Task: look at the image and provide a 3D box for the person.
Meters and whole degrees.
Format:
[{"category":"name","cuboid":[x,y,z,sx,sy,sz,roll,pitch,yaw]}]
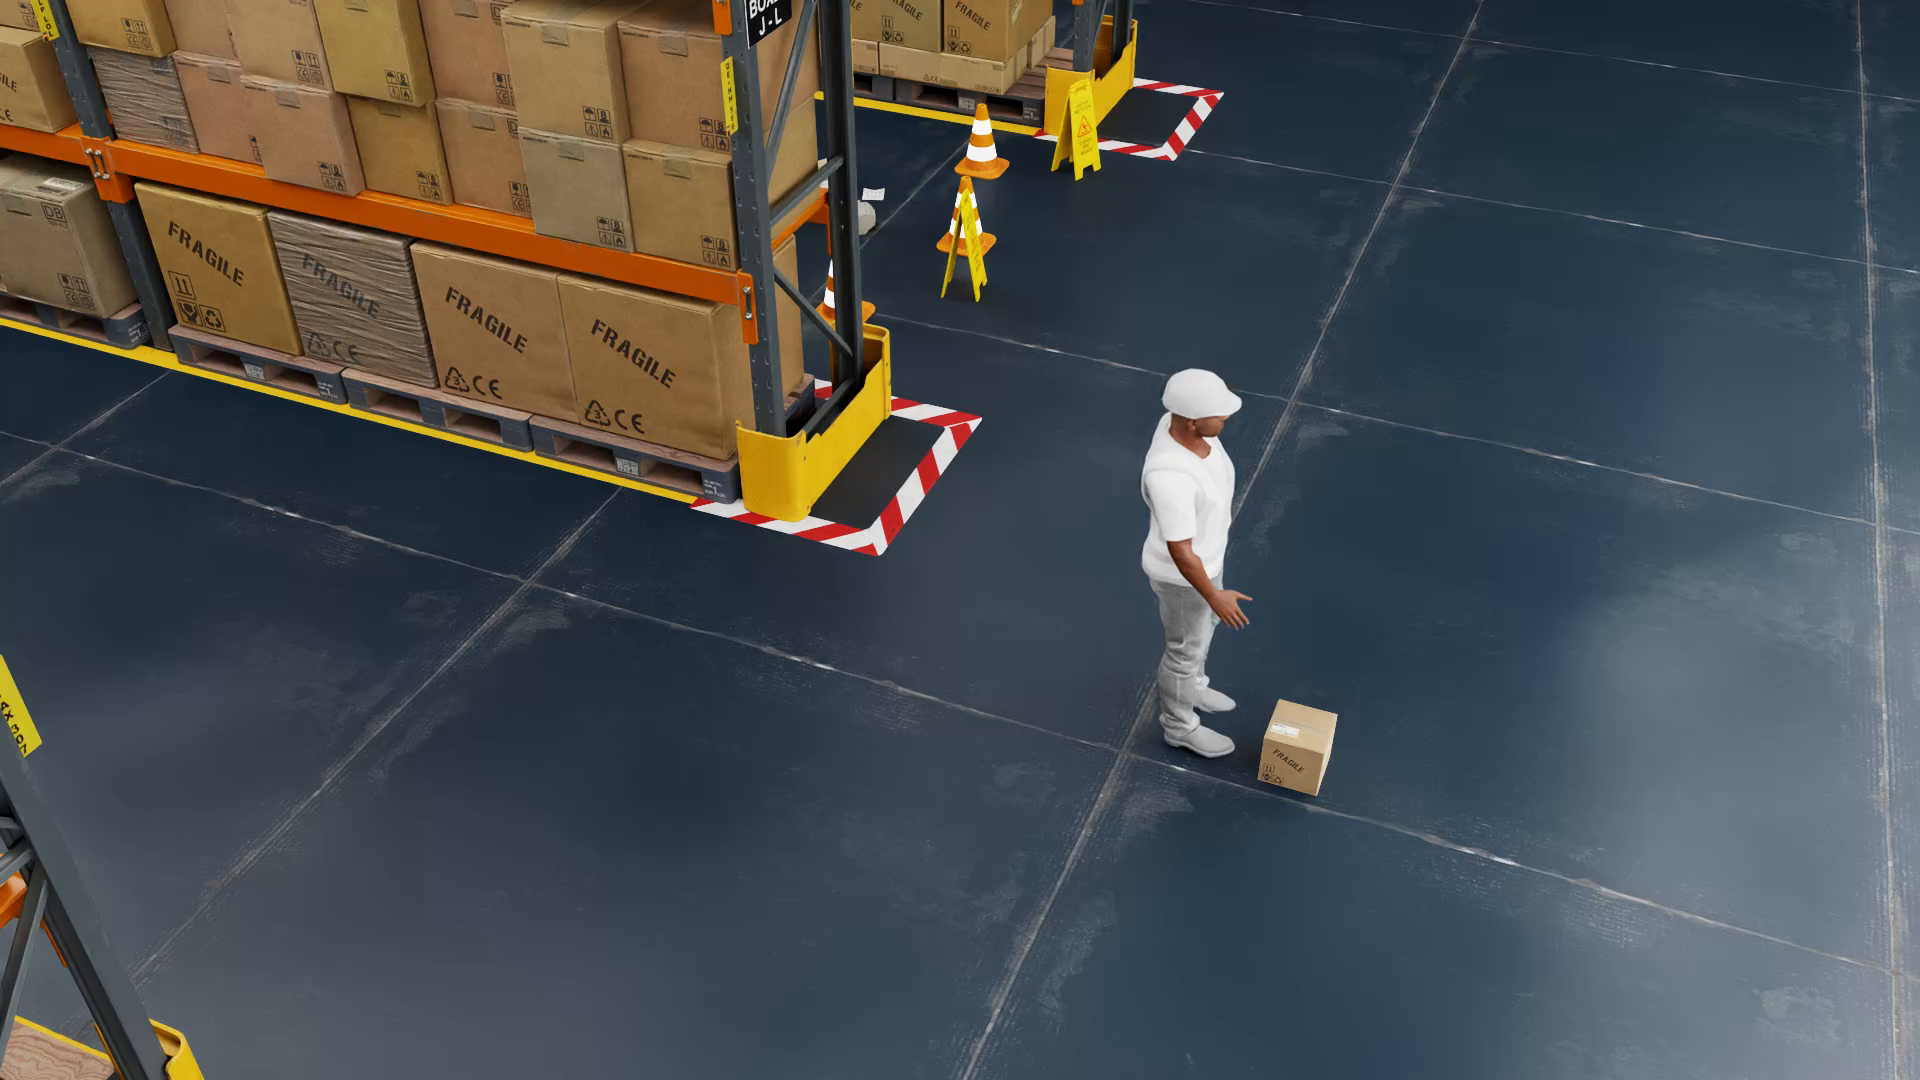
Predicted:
[{"category":"person","cuboid":[0.970,0.109,6.649,0.488,1.797,0.589,11,39,14]}]
